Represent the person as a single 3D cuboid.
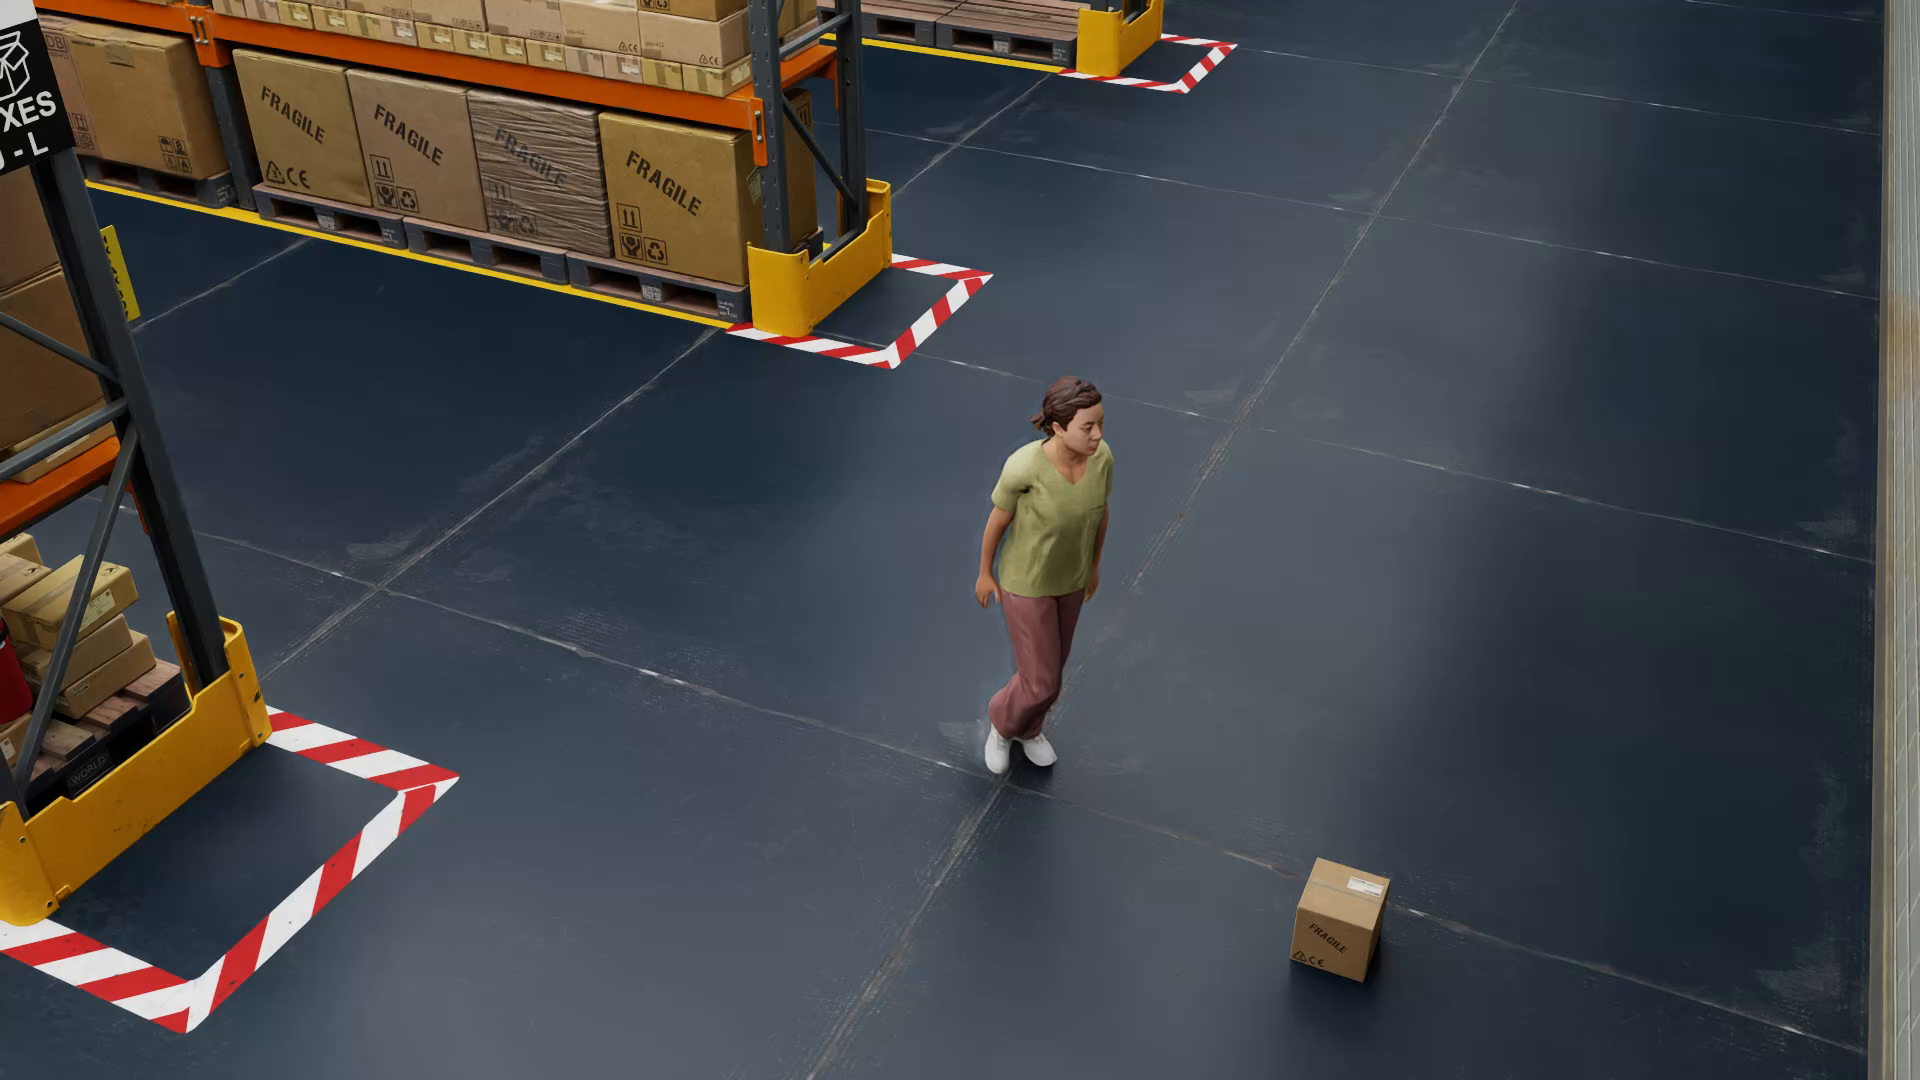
[{"bbox_3d":[0.317,0.146,5.902,0.487,1.656,0.472,-19,38,-26],"label":"person"}]
